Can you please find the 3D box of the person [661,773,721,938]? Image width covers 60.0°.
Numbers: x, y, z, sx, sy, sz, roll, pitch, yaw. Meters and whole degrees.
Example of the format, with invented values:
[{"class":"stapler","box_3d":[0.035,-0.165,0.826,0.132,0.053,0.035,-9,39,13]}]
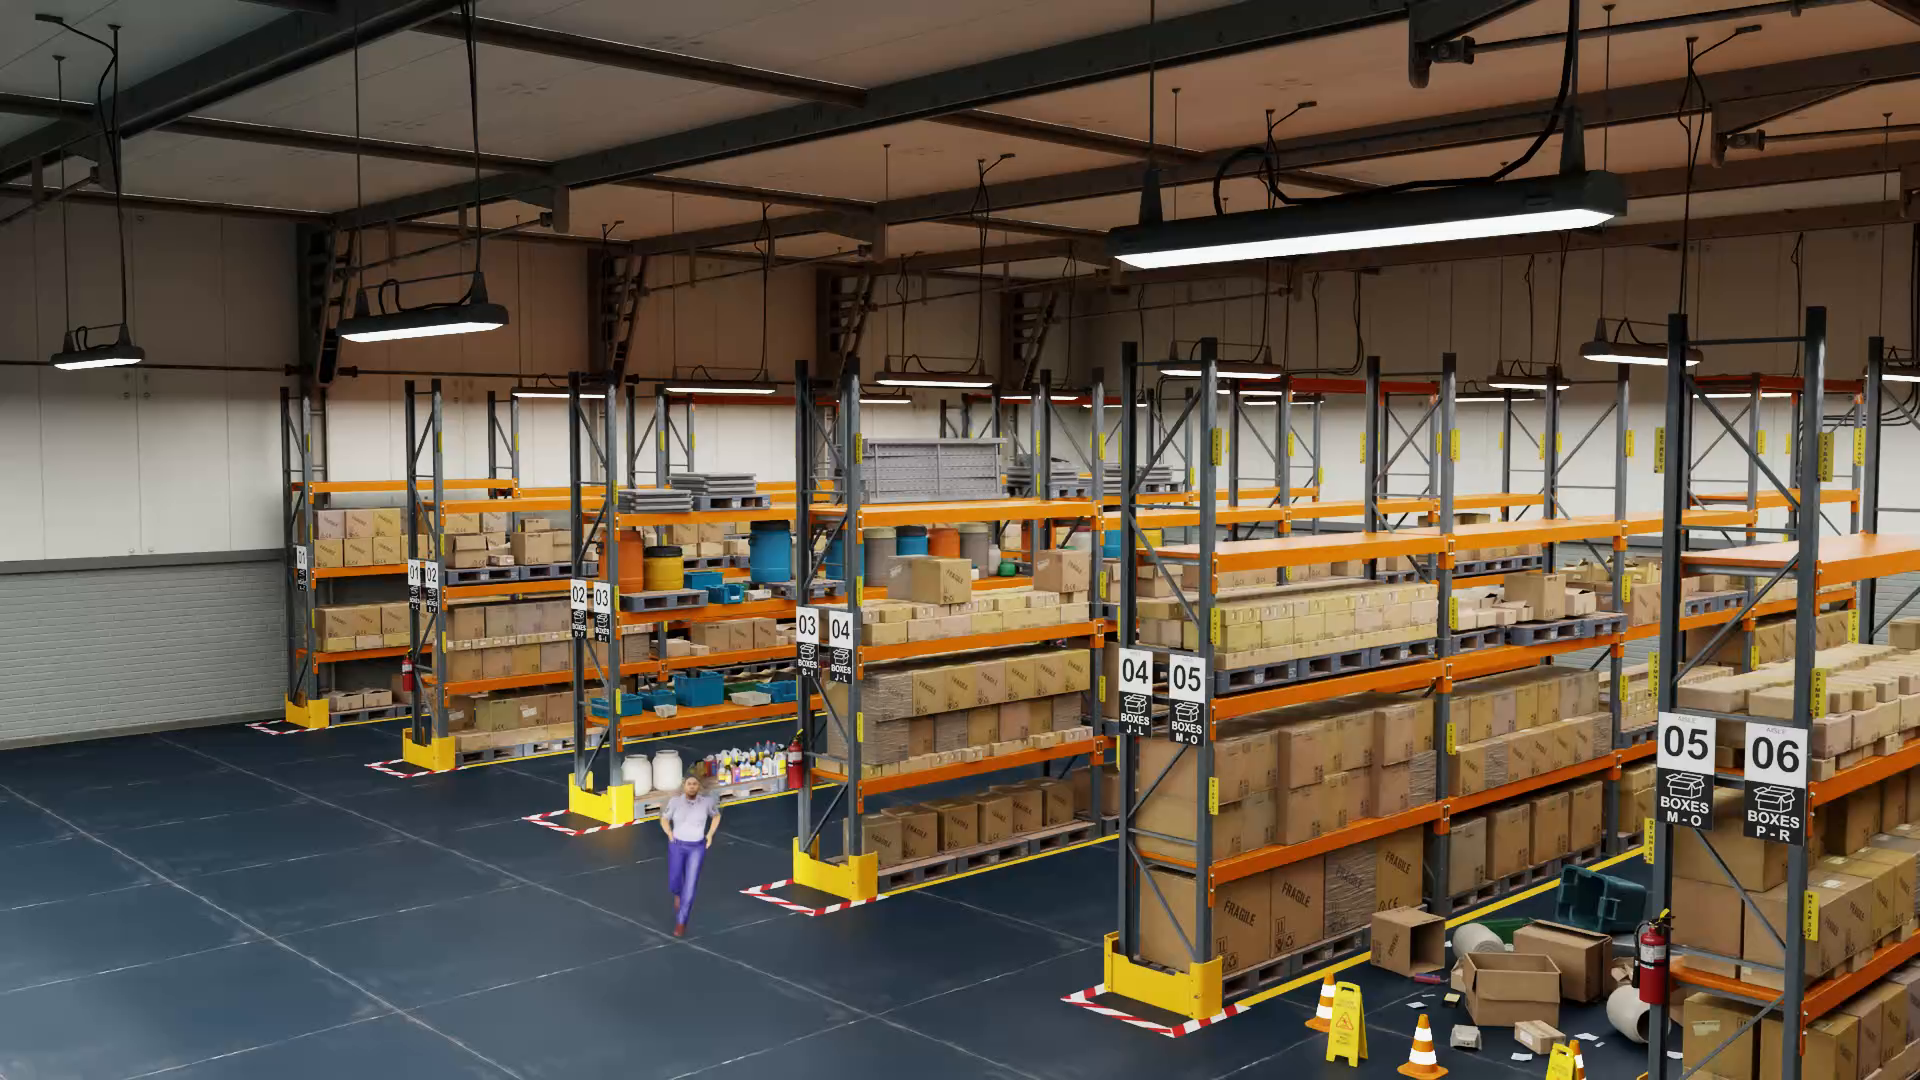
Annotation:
[{"class":"person","box_3d":[-2.827,3.259,17.441,0.615,1.626,0.874,0,4,-4]}]
